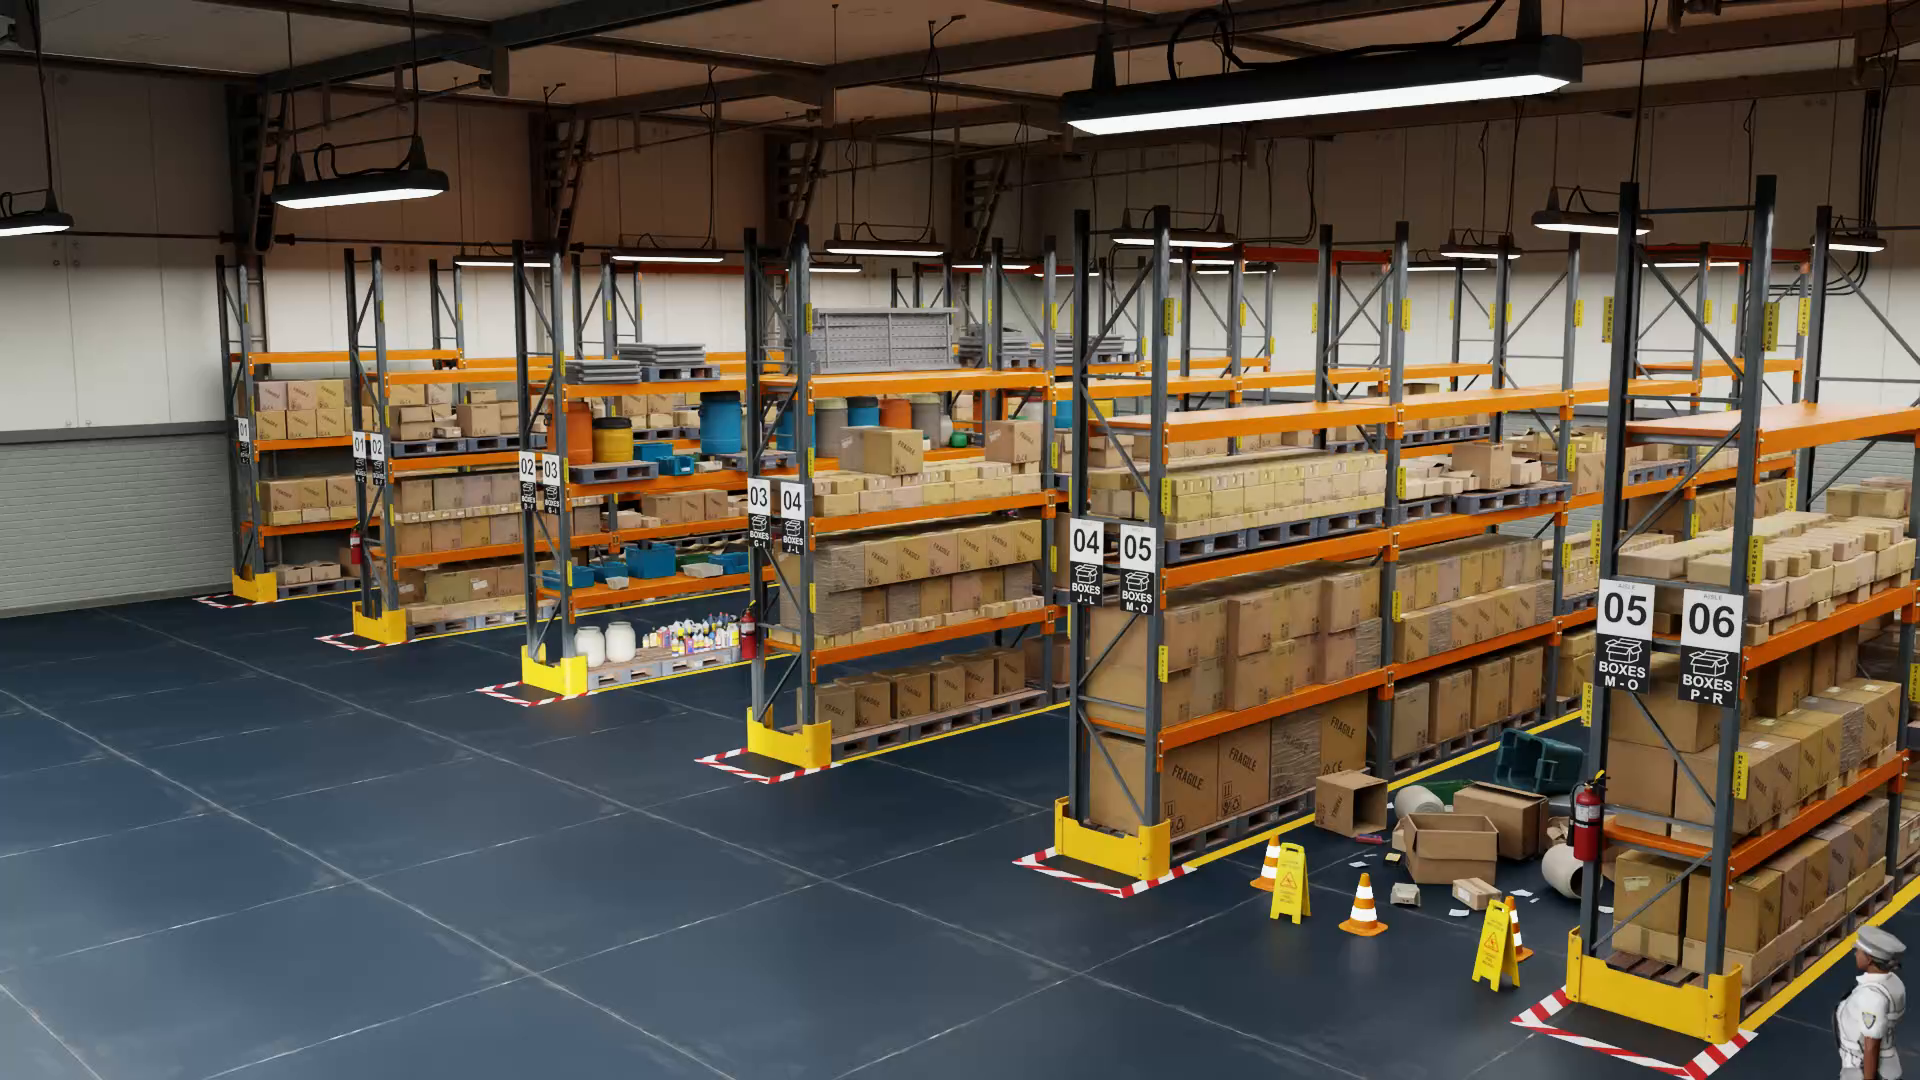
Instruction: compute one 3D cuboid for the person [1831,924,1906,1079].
[{"bbox_3d":[5.107,3.006,9.387,0.428,1.675,0.467,3,9,21],"label":"person"}]
